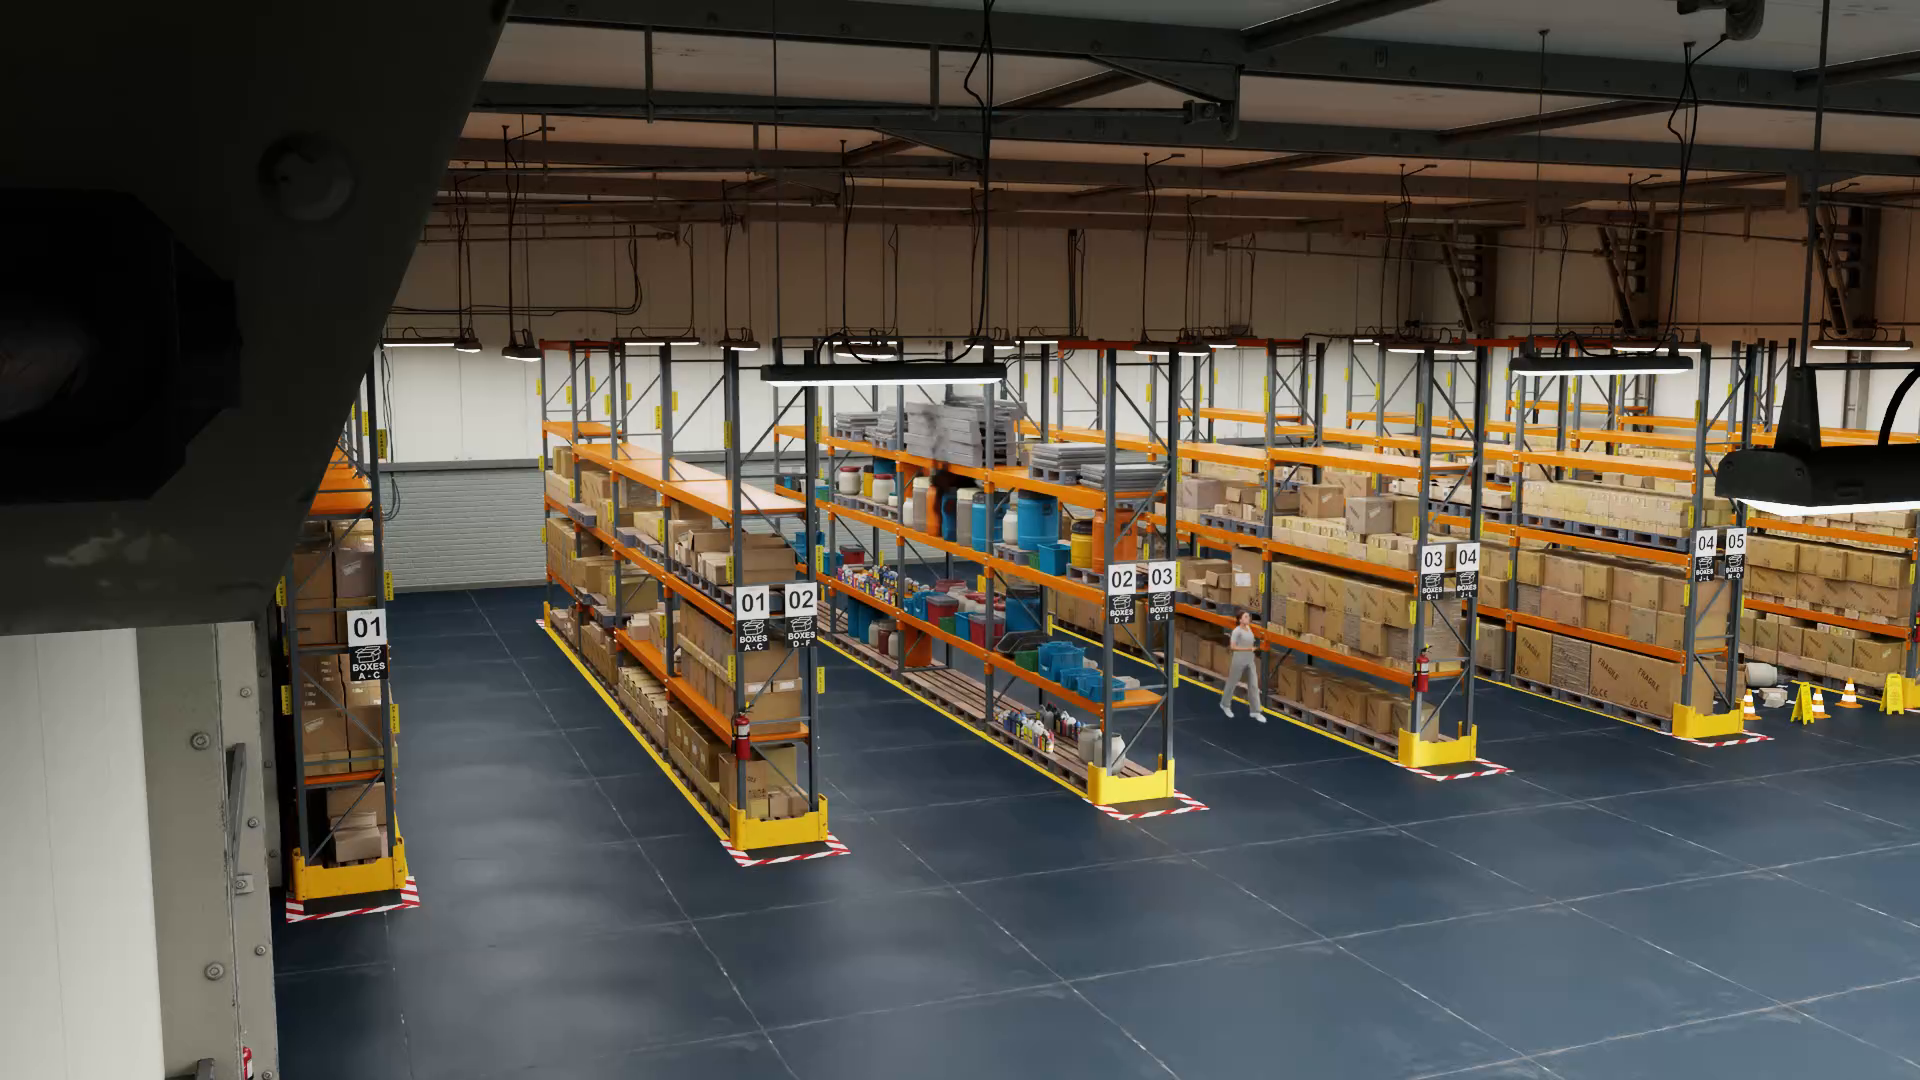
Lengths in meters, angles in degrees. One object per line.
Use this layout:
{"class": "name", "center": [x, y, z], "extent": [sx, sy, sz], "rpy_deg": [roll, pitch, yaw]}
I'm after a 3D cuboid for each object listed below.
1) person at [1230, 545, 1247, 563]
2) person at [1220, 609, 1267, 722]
{"class": "person", "center": [5.971, 0.951, 35.007], "extent": [0.641, 1.673, 0.571], "rpy_deg": [-3, 8, -23]}
{"class": "person", "center": [4.324, 1.903, 25.357], "extent": [0.565, 1.706, 0.884], "rpy_deg": [-5, 9, -36]}
